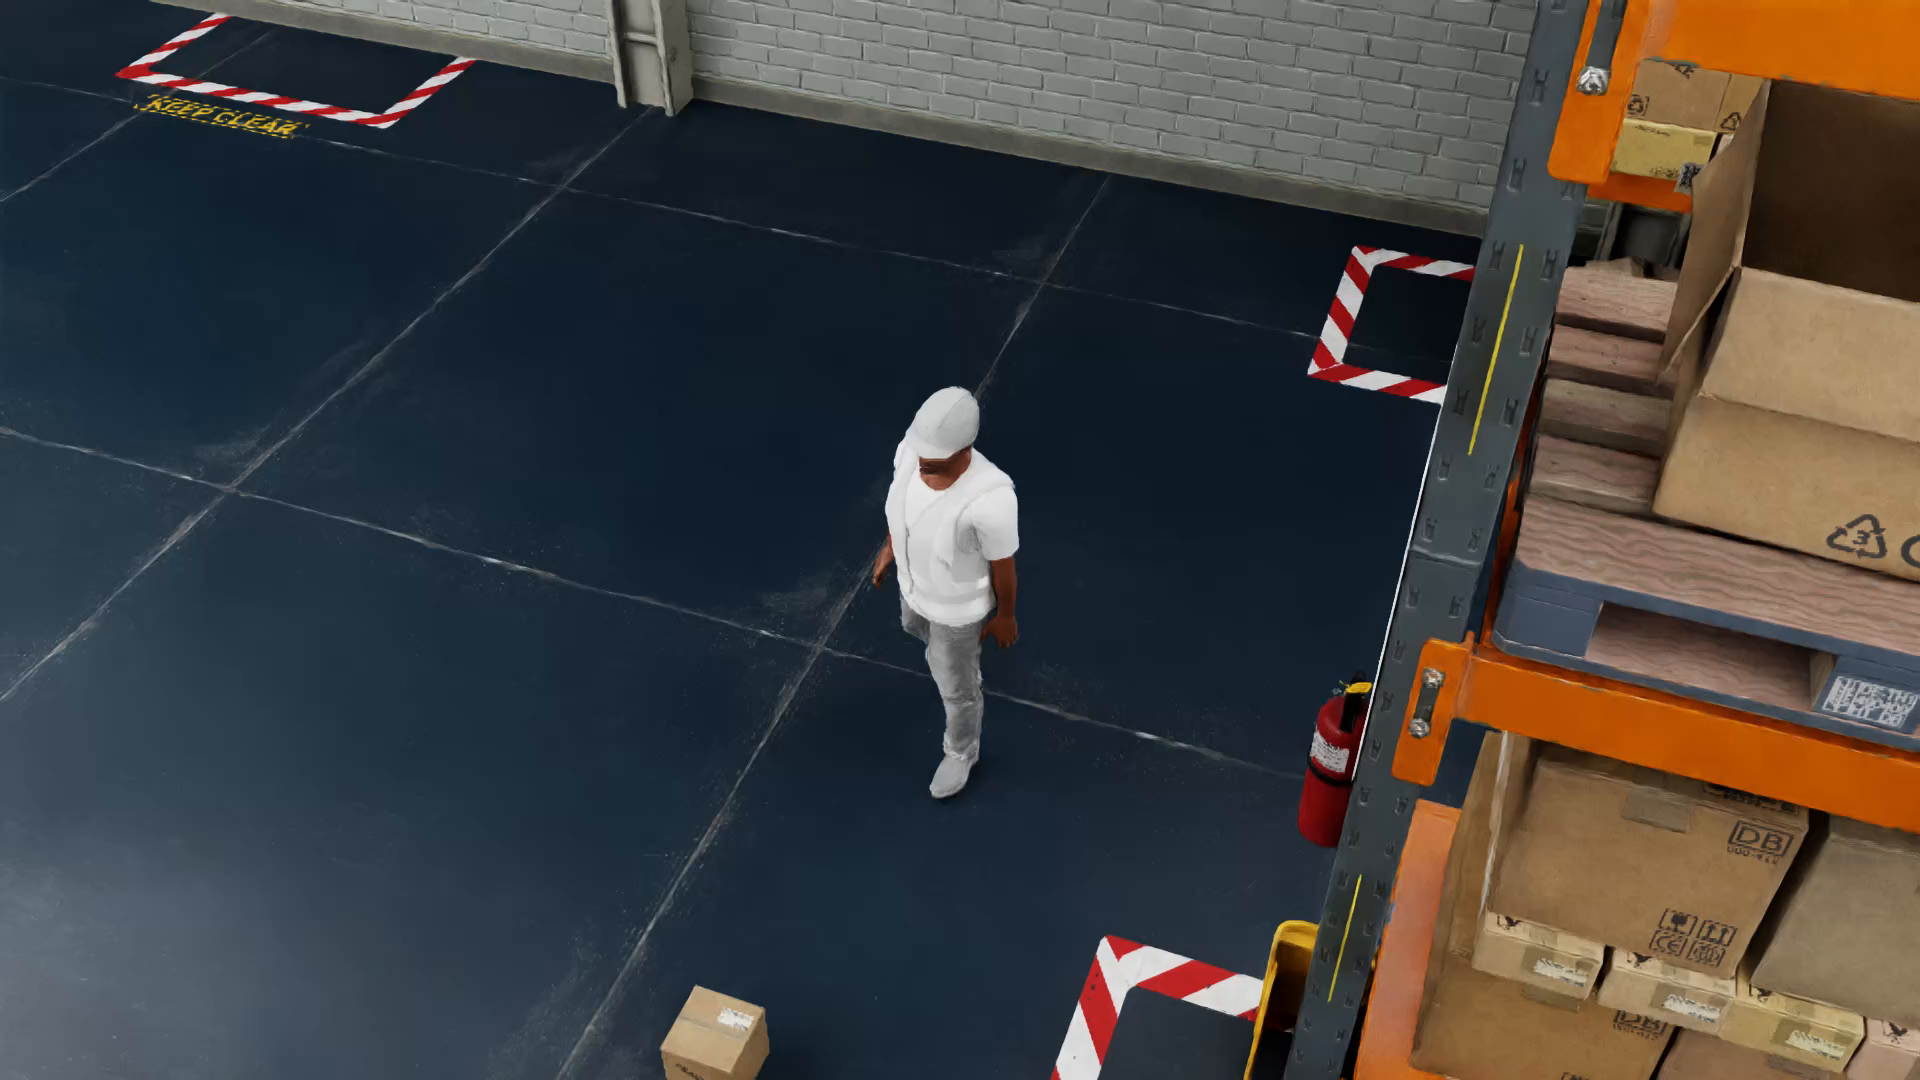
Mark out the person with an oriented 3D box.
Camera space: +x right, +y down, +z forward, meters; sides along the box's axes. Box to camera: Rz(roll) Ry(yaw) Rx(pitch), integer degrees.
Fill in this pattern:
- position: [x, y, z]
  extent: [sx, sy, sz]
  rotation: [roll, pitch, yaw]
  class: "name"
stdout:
- position: [-0.057, 0.091, 6.040]
  extent: [0.488, 1.767, 0.737]
  rotation: [-23, 46, -24]
  class: "person"
